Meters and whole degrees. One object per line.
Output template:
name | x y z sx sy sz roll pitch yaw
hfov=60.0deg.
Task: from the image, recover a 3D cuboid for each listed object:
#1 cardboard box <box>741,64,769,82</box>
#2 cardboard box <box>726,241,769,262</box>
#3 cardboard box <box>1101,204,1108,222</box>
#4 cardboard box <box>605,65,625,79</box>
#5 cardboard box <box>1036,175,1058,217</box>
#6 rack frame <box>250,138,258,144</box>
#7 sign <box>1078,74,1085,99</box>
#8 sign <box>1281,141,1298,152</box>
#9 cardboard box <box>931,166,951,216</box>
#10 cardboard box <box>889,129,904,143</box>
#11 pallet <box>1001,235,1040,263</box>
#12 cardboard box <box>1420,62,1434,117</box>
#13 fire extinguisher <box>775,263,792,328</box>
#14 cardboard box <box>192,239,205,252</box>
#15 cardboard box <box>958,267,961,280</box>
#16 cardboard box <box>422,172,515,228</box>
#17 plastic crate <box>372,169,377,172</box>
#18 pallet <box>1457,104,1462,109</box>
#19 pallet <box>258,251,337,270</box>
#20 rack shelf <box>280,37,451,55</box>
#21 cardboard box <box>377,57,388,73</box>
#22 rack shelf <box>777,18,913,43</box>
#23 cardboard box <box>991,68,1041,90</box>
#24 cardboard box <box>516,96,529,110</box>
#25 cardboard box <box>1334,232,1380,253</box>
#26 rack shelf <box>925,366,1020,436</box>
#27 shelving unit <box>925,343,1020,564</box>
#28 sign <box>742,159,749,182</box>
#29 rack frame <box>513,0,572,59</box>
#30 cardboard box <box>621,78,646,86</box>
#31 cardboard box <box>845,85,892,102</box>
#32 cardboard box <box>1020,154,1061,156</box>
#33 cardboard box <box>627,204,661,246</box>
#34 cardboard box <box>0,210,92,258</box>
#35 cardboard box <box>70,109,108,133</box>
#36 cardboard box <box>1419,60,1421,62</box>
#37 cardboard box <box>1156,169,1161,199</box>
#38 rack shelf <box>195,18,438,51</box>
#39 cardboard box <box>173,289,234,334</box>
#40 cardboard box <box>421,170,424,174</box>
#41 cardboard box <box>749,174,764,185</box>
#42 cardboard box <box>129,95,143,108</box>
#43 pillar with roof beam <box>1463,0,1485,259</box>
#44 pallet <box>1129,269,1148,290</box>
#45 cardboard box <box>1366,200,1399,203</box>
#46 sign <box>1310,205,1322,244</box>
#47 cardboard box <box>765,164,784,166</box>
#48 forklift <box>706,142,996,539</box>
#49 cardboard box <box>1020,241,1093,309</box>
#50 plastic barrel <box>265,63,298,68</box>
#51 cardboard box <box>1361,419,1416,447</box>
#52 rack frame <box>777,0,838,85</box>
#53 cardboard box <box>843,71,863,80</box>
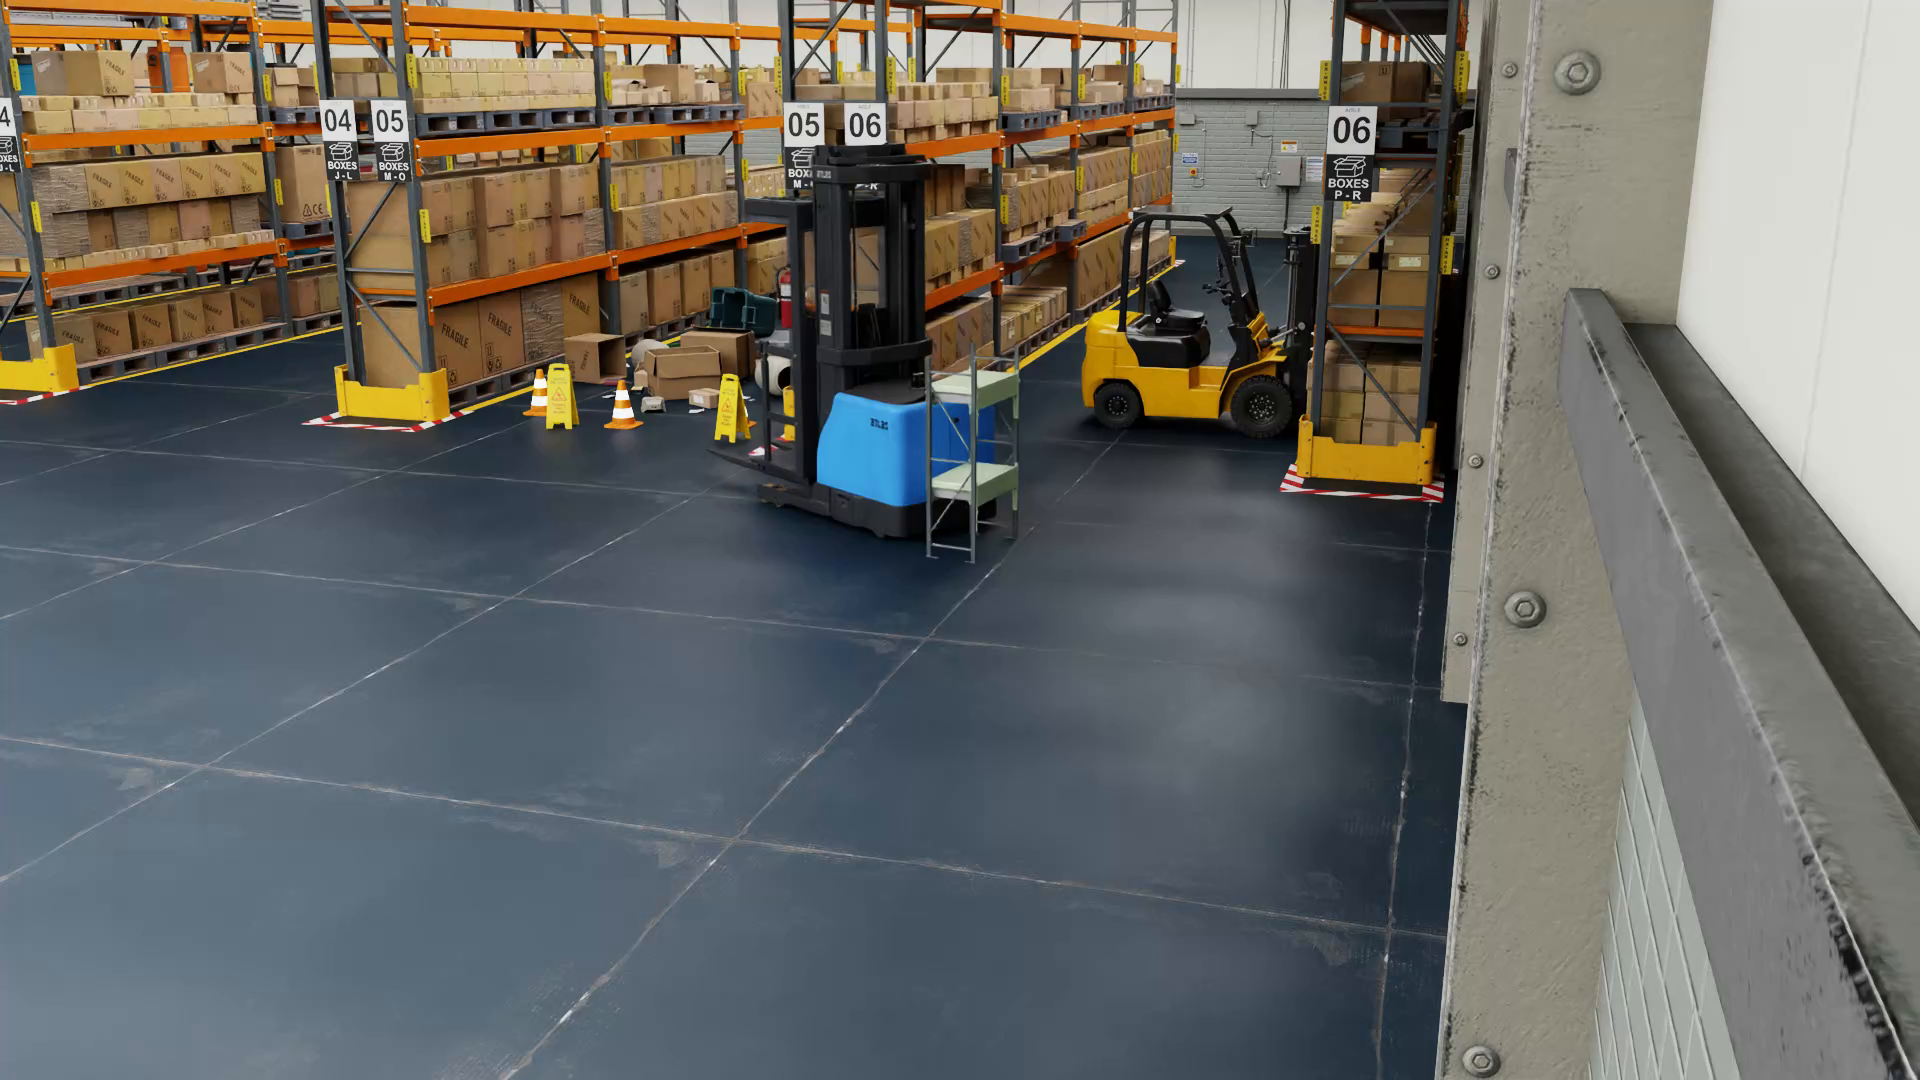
cardboard box | -3.090 -6.999 24.925 0.396 0.266 0.258 5 16 16
cardboard box | -3.222 -4.372 25.184 0.500 0.250 0.500 4 16 13
cardboard box | 1.925 -4.931 24.993 0.500 0.250 0.500 5 16 16
cardboard box | -6.634 -8.525 30.754 0.700 0.500 0.500 5 17 18
cardboard box | 0.983 -4.478 21.620 0.500 0.500 0.500 3 16 12
rack frame | -15.601 -8.124 35.973 1.000 3.000 0.127 5 16 16
sign | 1.644 -6.142 22.543 0.100 0.325 0.005 5 16 16
sign | 6.956 -8.318 35.144 0.339 0.242 0.001 5 16 16
cardboard box | -0.512 -3.889 18.481 0.700 0.500 0.500 5 17 16
cardboard box | -0.744 -3.784 15.636 0.380 0.149 0.250 5 16 16
pallet | 0.344 -3.543 20.175 1.003 0.211 1.213 5 16 16
cardboard box | 4.093 -4.304 15.867 0.797 0.503 0.637 5 17 18
fire extinguisher | -1.624 -2.369 15.825 0.296 0.674 0.183 5 16 16
cardboard box | -9.696 -3.692 20.809 0.380 0.149 0.250 5 16 16
cardboard box | -0.198 -2.887 17.972 0.380 0.149 0.250 4 16 15
cardboard box | -5.424 -3.730 18.230 0.875 0.550 0.550 5 16 16
plastic crate | -11.379 -7.049 32.292 0.437 0.282 0.530 5 16 16
pallet | 6.477 -6.071 23.585 1.213 0.211 1.003 5 16 16
pallet | -12.248 -5.152 30.606 1.003 0.211 1.213 5 16 16
rack shelf | -11.421 -9.563 32.105 1.077 0.370 4.000 5 16 16
cardboard box | -6.081 -4.893 17.133 0.380 0.149 0.250 5 17 16
rack shelf | -1.945 -8.959 29.247 1.077 0.370 4.000 5 16 16
cardboard box | 0.670 -5.513 19.861 0.500 0.250 0.500 4 16 15
cardboard box | -5.017 -4.857 18.466 0.380 0.149 0.250 5 16 16
cardboard box | 3.511 -2.629 14.685 0.380 0.149 0.250 5 16 16
rack shelf | 0.099 -1.034 12.298 0.431 0.370 0.720 8 18 25
shelving unit | 0.099 -0.659 12.404 0.431 1.500 0.755 8 18 25
sign | -3.117 -5.365 24.126 0.100 0.325 0.005 5 16 16
rack frame | -7.240 -9.194 28.753 1.000 3.000 0.127 5 16 16
cardboard box | -4.355 -6.063 22.422 0.500 0.311 0.500 4 16 15
cardboard box | -0.853 -4.183 15.582 0.380 0.149 0.250 5 16 15
cardboard box | 1.158 -5.313 24.047 0.500 0.500 0.500 5 17 17
cardboard box | -4.237 -4.101 21.607 0.500 0.500 0.500 5 17 16
cardboard box | -10.468 -3.501 18.949 0.875 0.500 0.500 5 16 16
cardboard box | -10.125 -4.781 18.966 0.500 0.250 0.500 4 16 15
cardboard box | 7.000 -6.985 24.665 0.396 0.266 0.258 4 16 15
cardboard box | 3.221 -6.222 29.085 0.500 0.500 0.500 5 17 17
rack shelf | -8.946 -7.086 23.372 1.077 0.370 4.000 5 16 16
cardboard box | -9.821 -2.962 21.588 0.500 0.500 0.500 11 19 33
cardboard box | -8.492 -5.367 25.302 0.500 0.500 0.500 3 16 9
cardboard box | -3.186 -5.458 25.176 0.380 0.149 0.250 5 16 16
cardboard box | -9.922 -5.192 19.684 0.380 0.149 0.250 4 16 15
pillar with roof beam | 5.661 -10.058 31.797 9.100 9.000 0.400 5 16 16
pallet | 2.552 -4.391 27.923 1.003 0.211 1.213 5 16 16
cardboard box | 5.155 -4.070 20.310 0.380 0.149 0.250 5 17 17
sign | 3.095 -2.733 14.411 0.100 0.325 0.005 5 16 16
cardboard box | -3.067 -6.197 27.781 0.380 0.149 0.250 6 17 19
forklift | -1.048 -1.757 13.652 1.130 2.935 3.031 -13 20 -38
cardboard box | 1.400 -3.847 24.020 0.875 0.875 0.875 4 16 15
plastic barrel | -12.054 -8.173 29.536 0.600 0.588 0.600 0 16 0
cardboard box | 3.938 -1.009 15.158 0.500 0.250 0.500 5 16 16
rack frame | -2.514 -8.783 27.304 1.000 3.000 0.127 5 16 16
cardboard box | -1.901 -8.030 28.773 0.380 0.149 0.250 4 16 14
